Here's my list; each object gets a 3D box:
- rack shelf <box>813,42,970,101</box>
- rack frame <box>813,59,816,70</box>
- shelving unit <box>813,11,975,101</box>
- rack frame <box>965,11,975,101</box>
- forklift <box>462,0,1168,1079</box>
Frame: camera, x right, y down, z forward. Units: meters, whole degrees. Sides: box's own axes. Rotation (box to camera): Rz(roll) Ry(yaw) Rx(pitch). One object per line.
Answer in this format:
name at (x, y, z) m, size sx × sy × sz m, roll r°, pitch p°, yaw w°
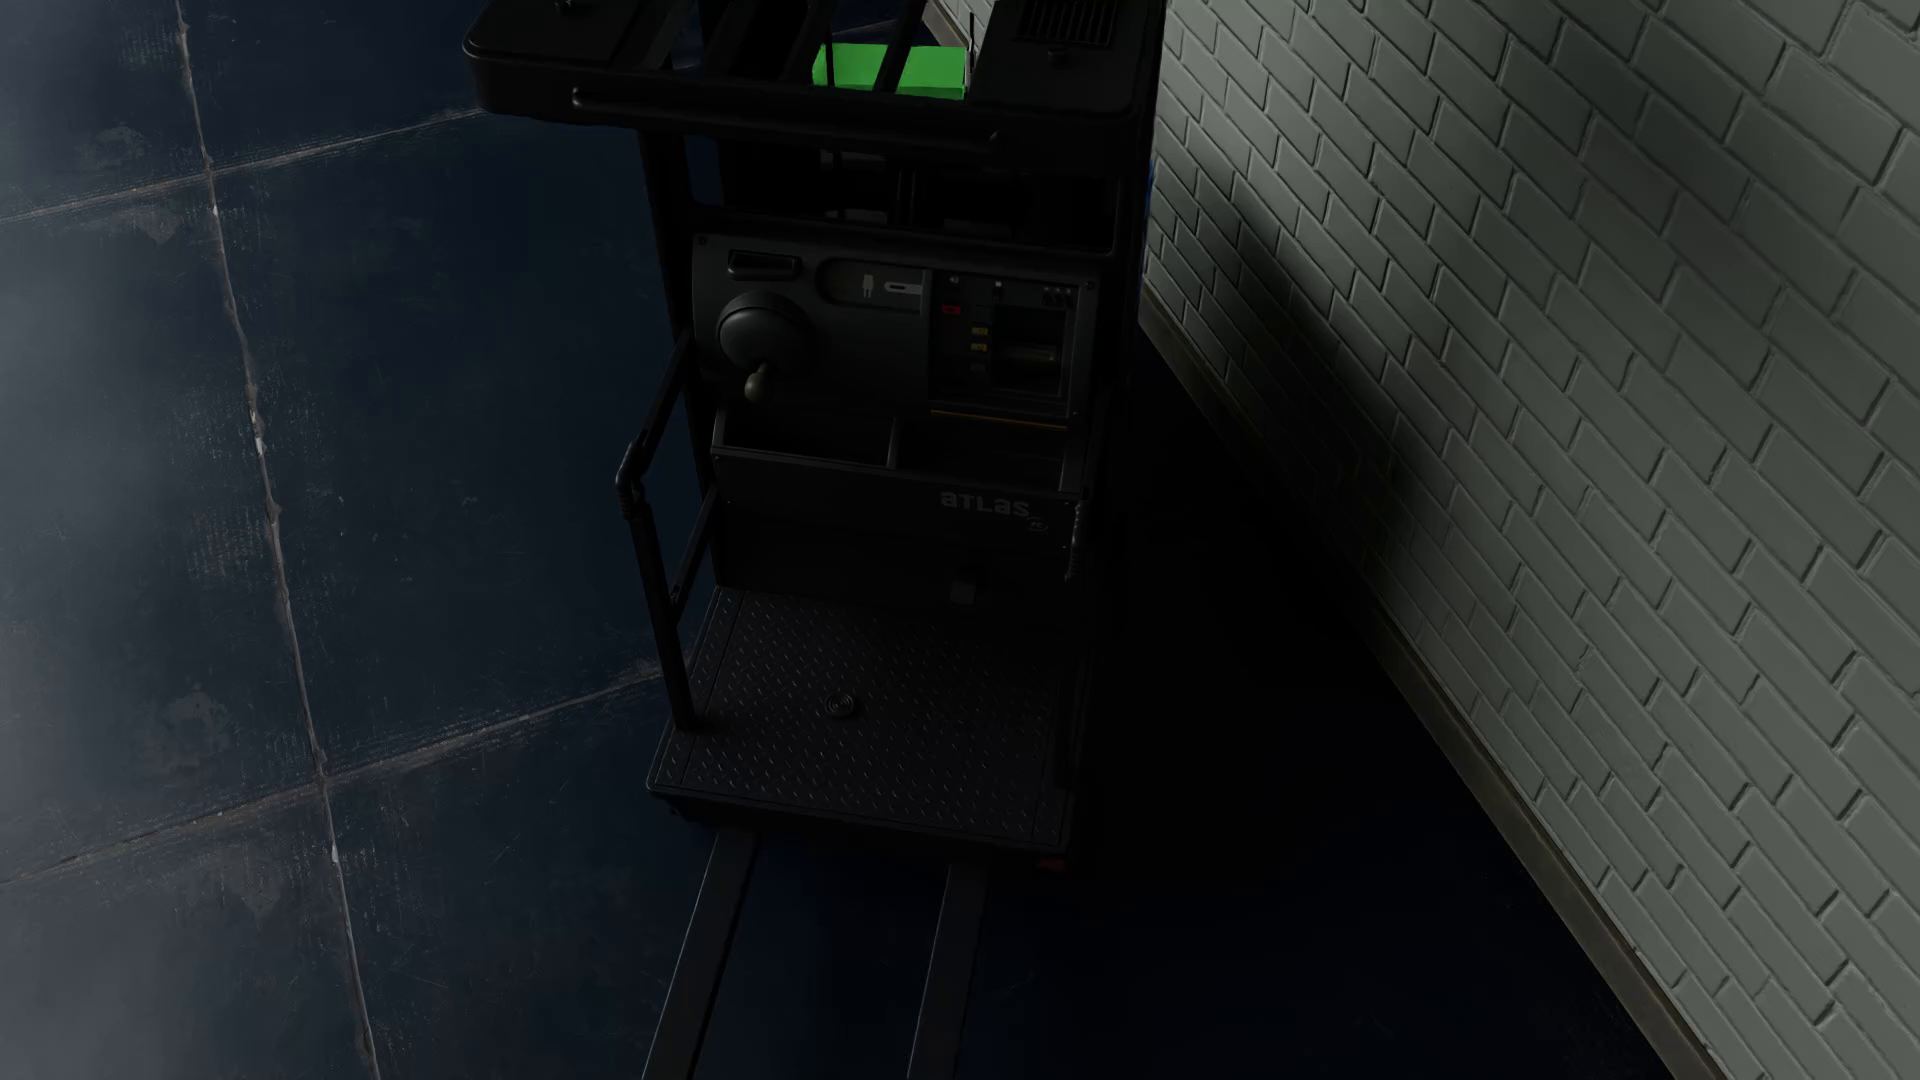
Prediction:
rack shelf at (-0.213, -1.404, 5.107) m, size 0.480 × 0.148 × 0.258 m, roll 3°, pitch 45°, yaw 2°
rack frame at (-0.459, -1.123, 5.412) m, size 0.015 × 1.200 × 0.240 m, roll 3°, pitch 45°, yaw 2°
shelving unit at (-0.215, -1.112, 5.403) m, size 0.503 × 1.200 × 0.258 m, roll 3°, pitch 45°, yaw 2°
rack frame at (0.029, -1.101, 5.394) m, size 0.015 × 1.200 × 0.240 m, roll 3°, pitch 45°, yaw 2°
forklift at (-0.188, -0.372, 3.638) m, size 1.130 × 2.935 × 3.031 m, roll 8°, pitch 50°, yaw 7°
